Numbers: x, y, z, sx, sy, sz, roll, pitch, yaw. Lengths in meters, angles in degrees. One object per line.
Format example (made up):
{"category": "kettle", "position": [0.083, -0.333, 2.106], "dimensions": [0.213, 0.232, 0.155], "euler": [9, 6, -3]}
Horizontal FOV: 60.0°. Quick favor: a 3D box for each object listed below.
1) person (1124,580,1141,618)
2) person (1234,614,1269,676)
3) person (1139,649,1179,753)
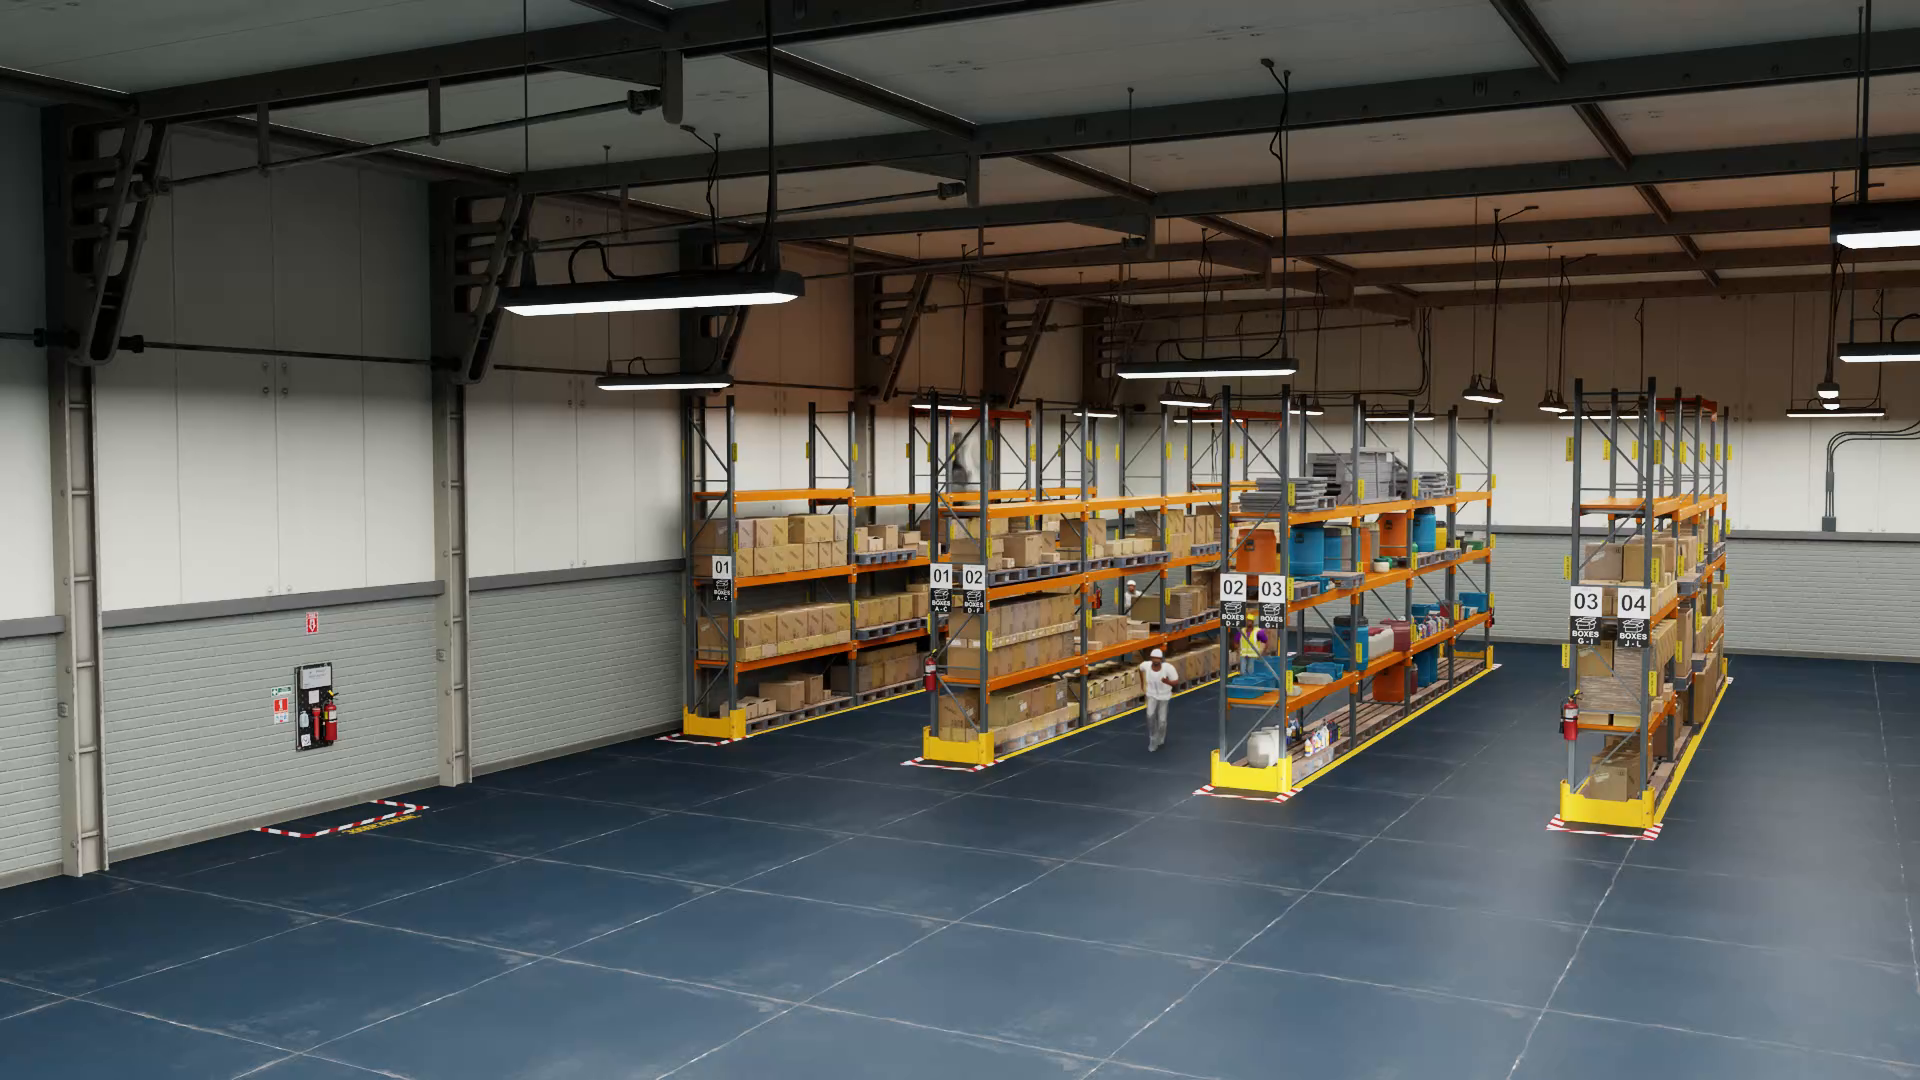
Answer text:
{"category": "person", "position": [4.397, 1.897, 42.216], "dimensions": [0.652, 1.756, 0.837], "euler": [1, 3, 18]}
{"category": "person", "position": [5.870, 2.368, 33.753], "dimensions": [0.700, 1.723, 0.582], "euler": [2, 3, 27]}
{"category": "person", "position": [3.329, 2.674, 27.910], "dimensions": [0.686, 1.747, 0.938], "euler": [1, 3, 10]}
